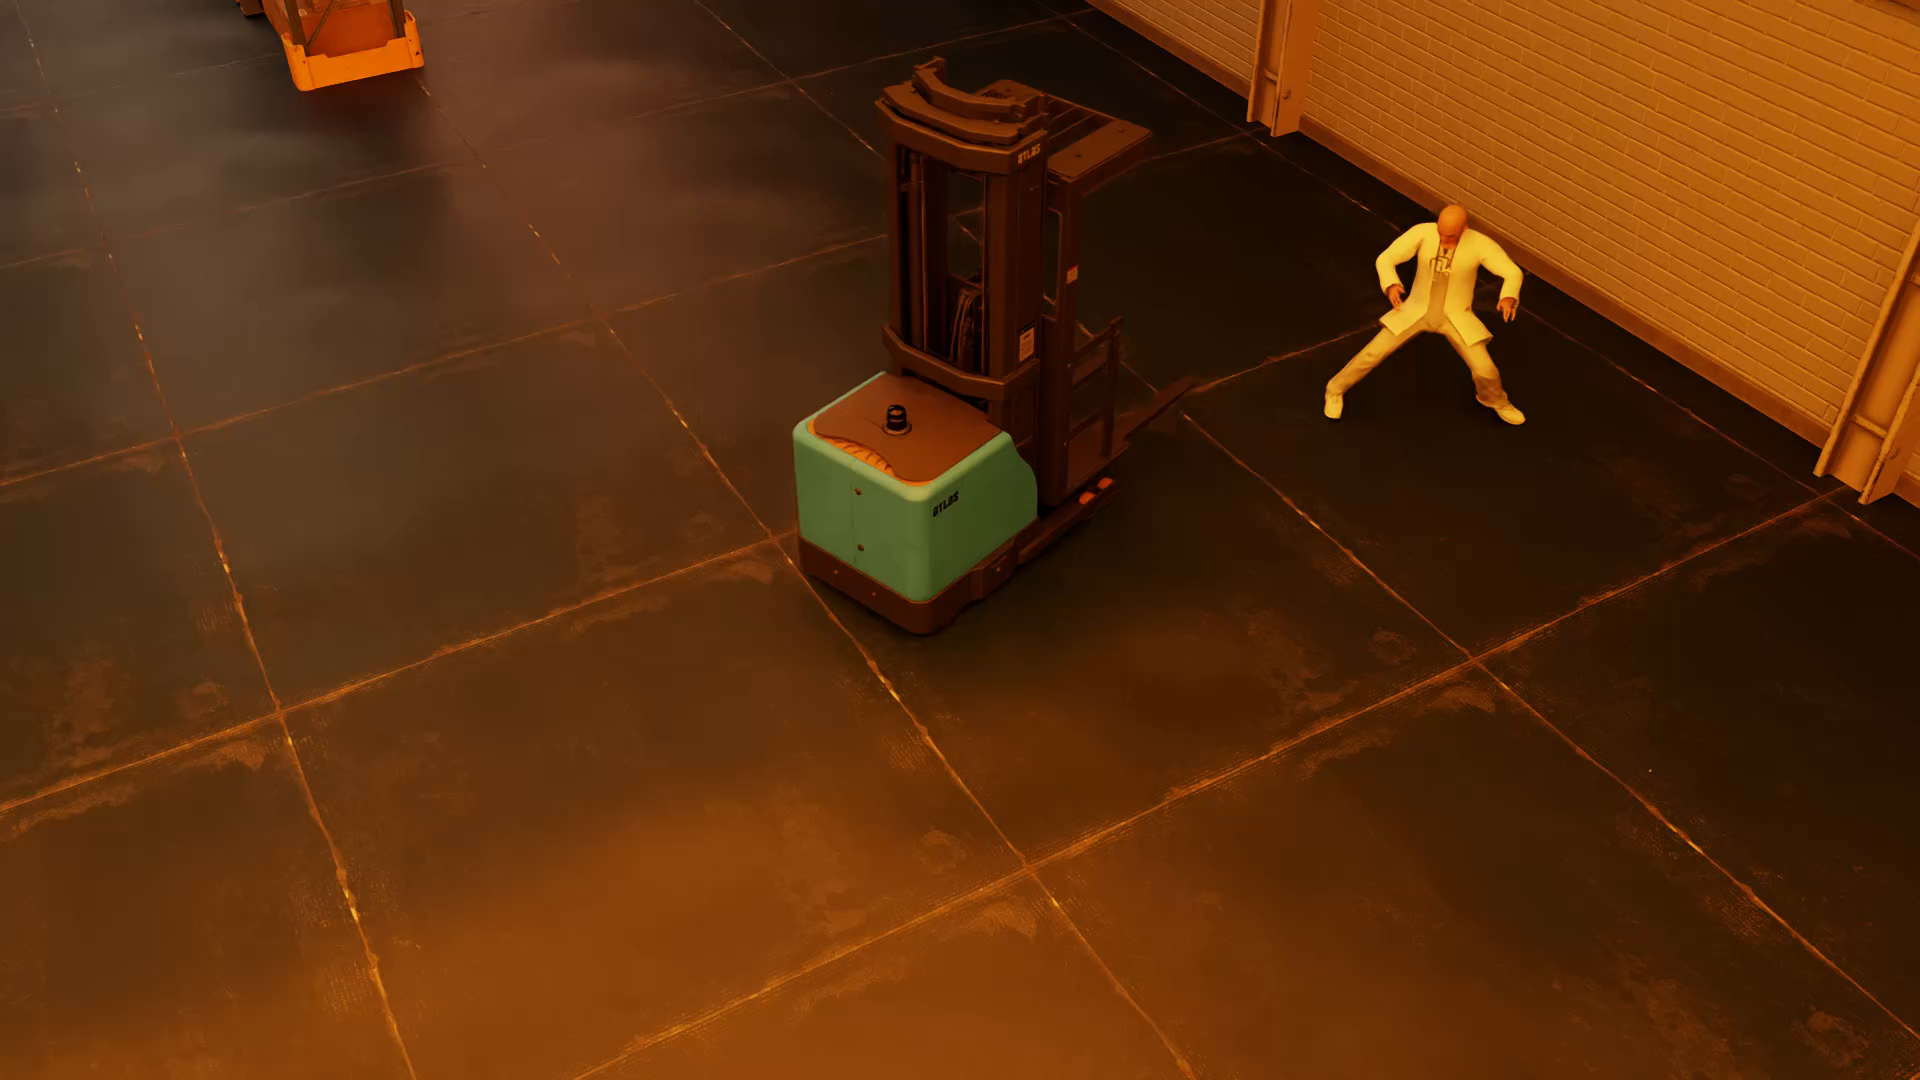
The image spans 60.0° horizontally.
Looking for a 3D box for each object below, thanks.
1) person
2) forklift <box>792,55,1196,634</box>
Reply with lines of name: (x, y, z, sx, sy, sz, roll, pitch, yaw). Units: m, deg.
person: (3.140, -1.436, 10.854, 1.309, 1.542, 0.715, 19, 43, 22)
forklift: (0.368, -1.455, 9.790, 1.130, 2.935, 3.031, 29, 47, 30)
